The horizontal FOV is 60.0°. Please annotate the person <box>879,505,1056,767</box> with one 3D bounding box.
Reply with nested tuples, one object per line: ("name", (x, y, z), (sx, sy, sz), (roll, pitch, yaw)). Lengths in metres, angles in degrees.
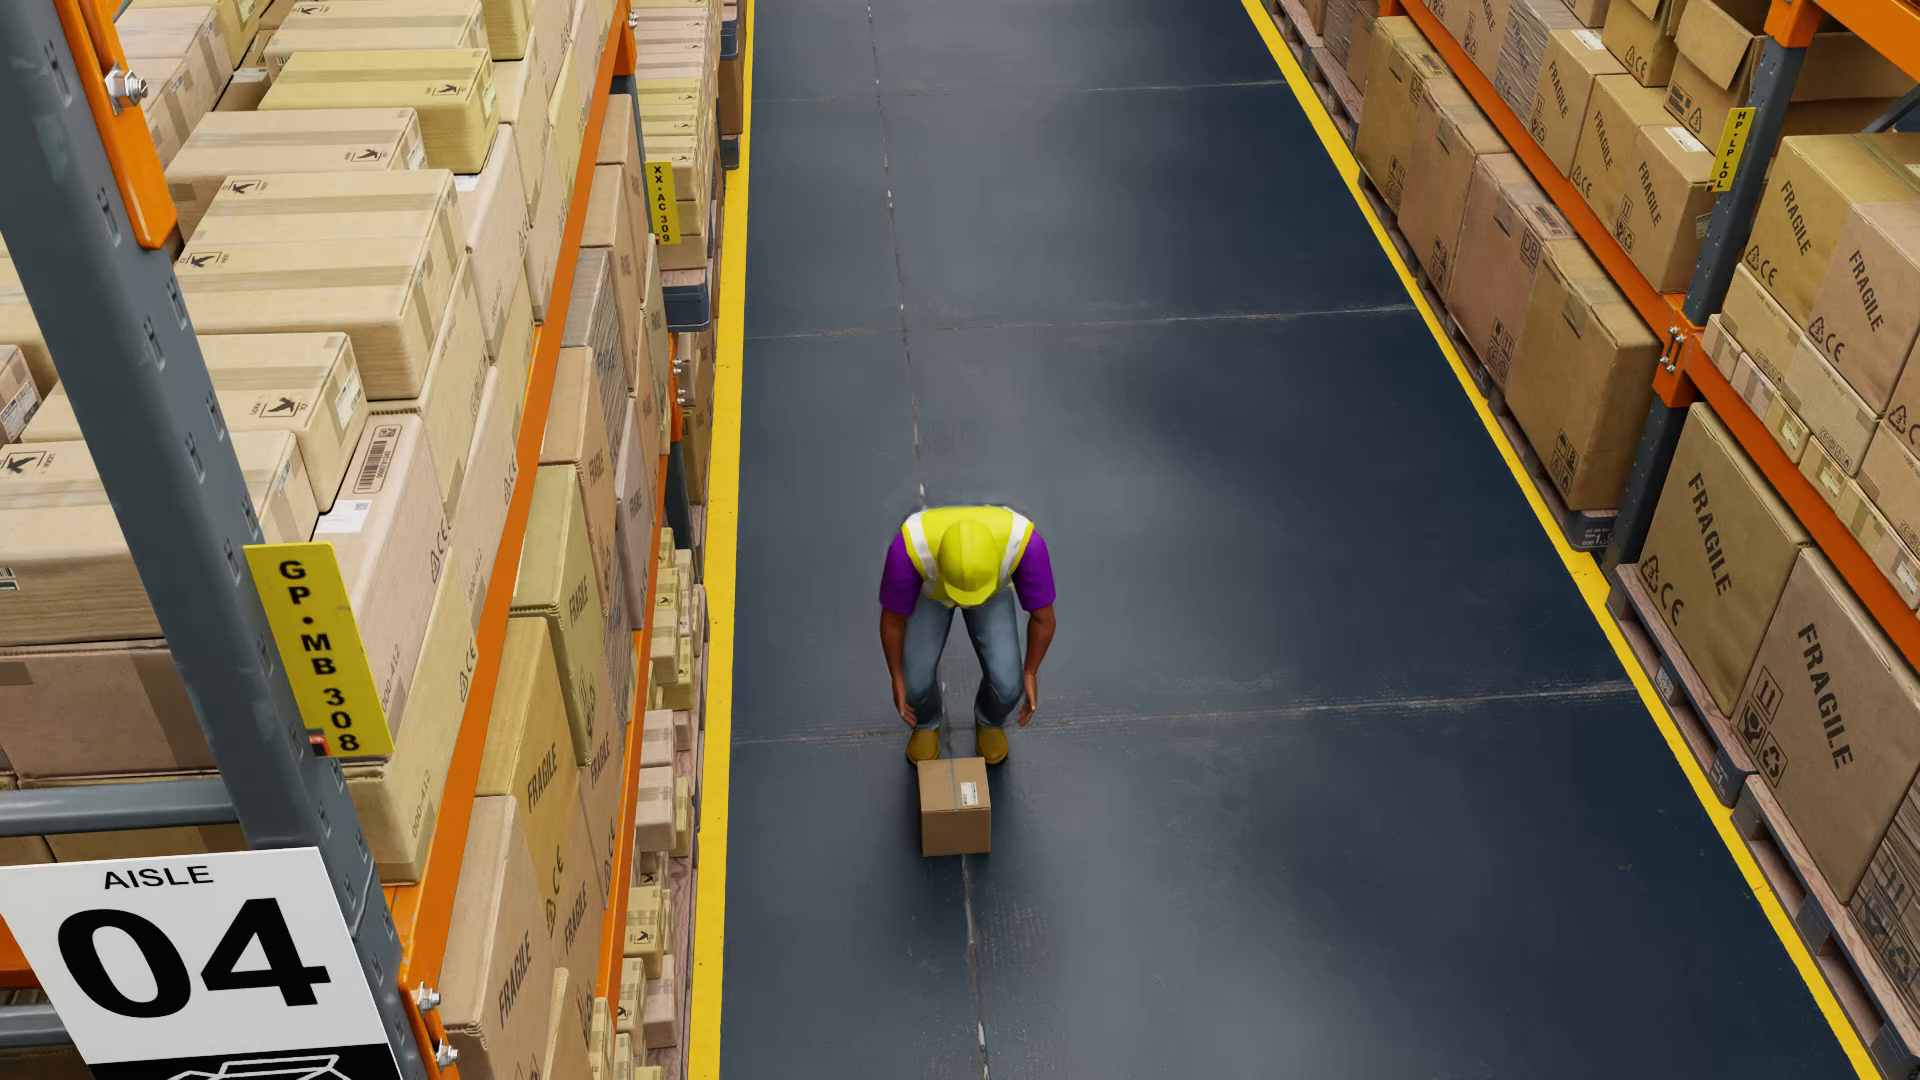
("person", (0.030, 0.302, 6.099), (0.631, 1.343, 0.792), (1, 39, 1))
